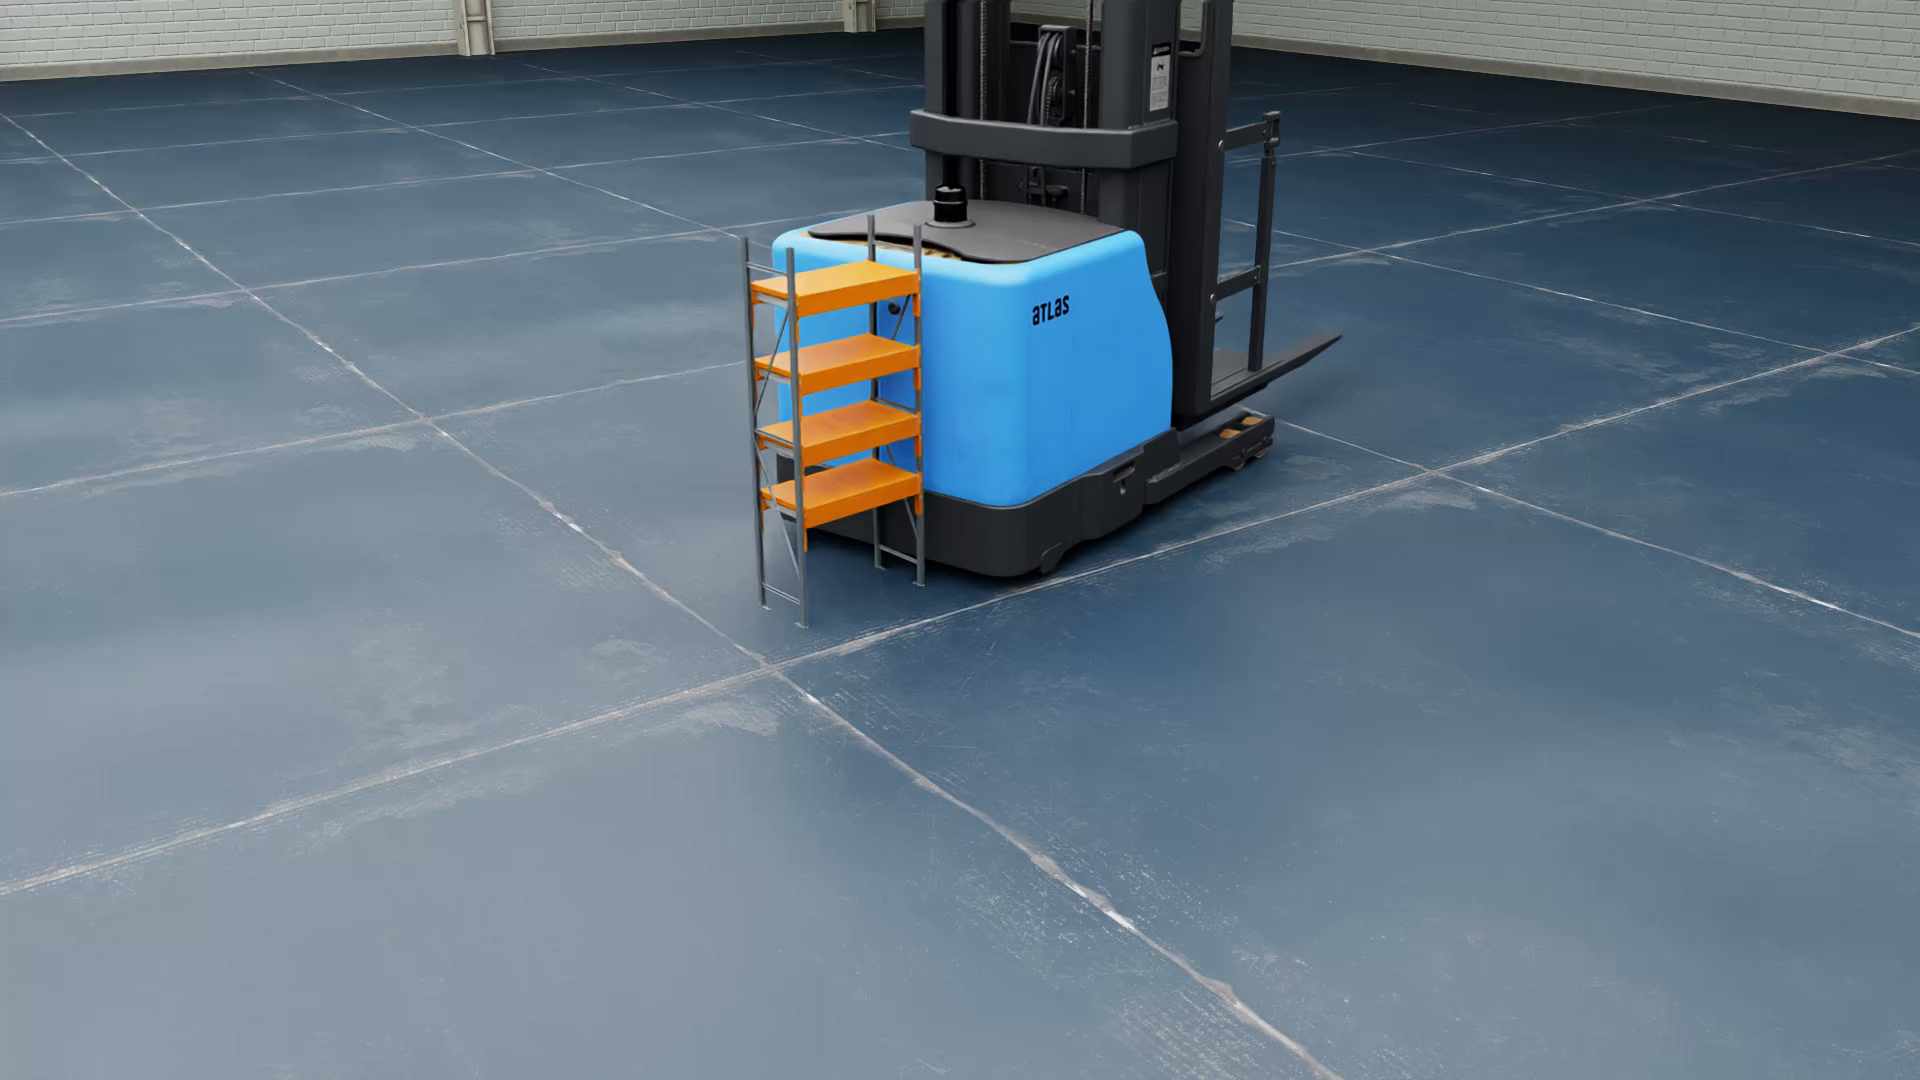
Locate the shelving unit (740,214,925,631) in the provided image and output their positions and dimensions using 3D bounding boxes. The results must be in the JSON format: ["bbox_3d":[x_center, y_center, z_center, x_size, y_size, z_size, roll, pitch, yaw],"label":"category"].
[{"bbox_3d":[-0.383,-0.371,5.207,0.503,1.200,0.258,-19,29,-39],"label":"shelving unit"}]

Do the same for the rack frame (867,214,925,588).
[{"bbox_3d":[-0.204,-0.432,5.361,0.015,1.200,0.240,-19,29,-39],"label":"rack frame"}]

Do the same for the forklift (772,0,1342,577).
[{"bbox_3d":[0.617,-1.728,6.271,1.130,2.935,3.031,15,26,33],"label":"forklift"}]

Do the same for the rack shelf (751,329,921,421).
[{"bbox_3d":[-0.383,-0.516,5.149,0.480,0.148,0.258,-19,29,-39],"label":"rack shelf"}]

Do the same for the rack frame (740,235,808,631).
[{"bbox_3d":[-0.561,-0.309,5.052,0.015,1.200,0.240,-19,29,-39],"label":"rack frame"}]

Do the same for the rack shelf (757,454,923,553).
[{"bbox_3d":[-0.383,-0.124,5.305,0.480,0.148,0.258,-19,29,-39],"label":"rack shelf"}]

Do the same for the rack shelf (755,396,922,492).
[{"bbox_3d":[-0.383,-0.308,5.232,0.480,0.148,0.258,-19,29,-39],"label":"rack shelf"}]

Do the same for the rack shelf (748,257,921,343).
[{"bbox_3d":[-0.383,-0.736,5.061,0.480,0.148,0.258,-19,29,-39],"label":"rack shelf"}]

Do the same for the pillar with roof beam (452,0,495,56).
[{"bbox_3d":[-3.881,-9.314,17.096,0.400,9.000,9.100,-15,26,-33],"label":"pillar with roof beam"}]

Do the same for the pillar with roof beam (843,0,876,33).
[{"bbox_3d":[0.989,-10.613,20.351,0.400,9.000,9.100,-15,26,-33],"label":"pillar with roof beam"}]
